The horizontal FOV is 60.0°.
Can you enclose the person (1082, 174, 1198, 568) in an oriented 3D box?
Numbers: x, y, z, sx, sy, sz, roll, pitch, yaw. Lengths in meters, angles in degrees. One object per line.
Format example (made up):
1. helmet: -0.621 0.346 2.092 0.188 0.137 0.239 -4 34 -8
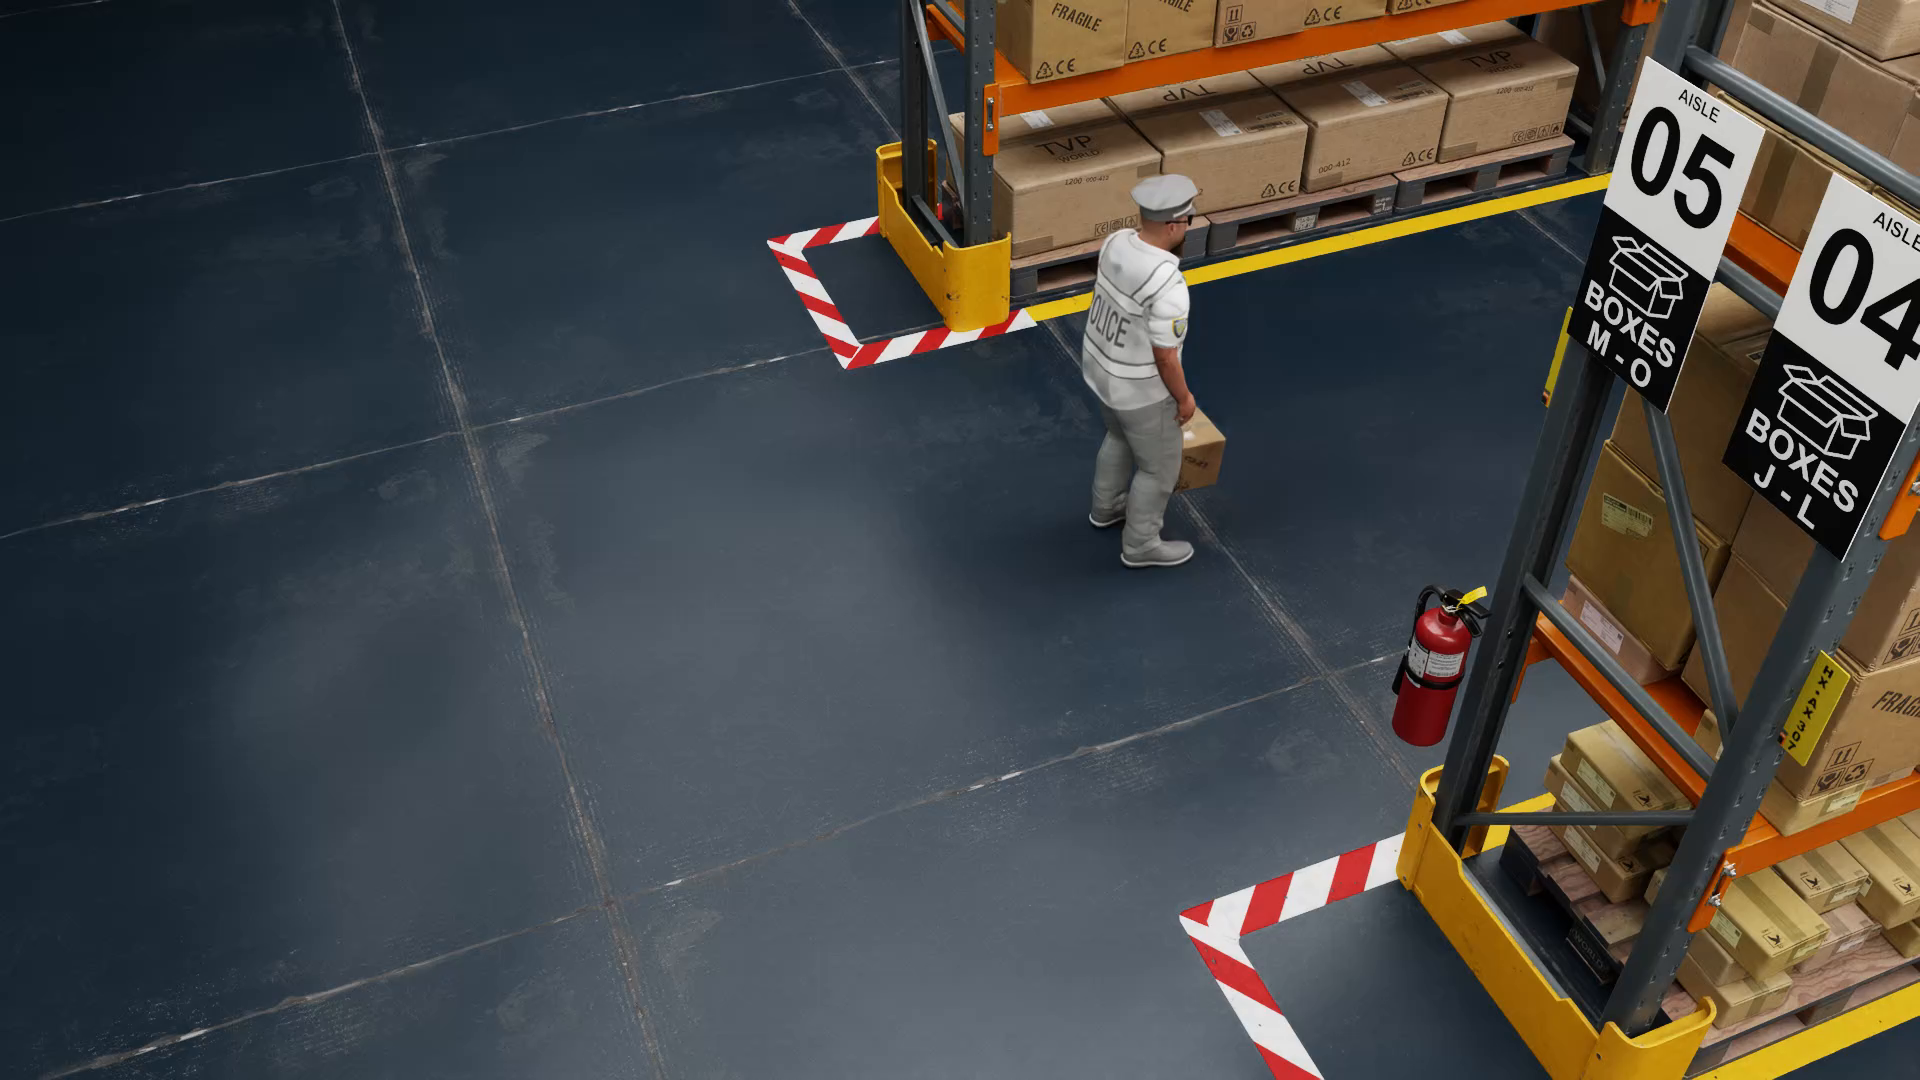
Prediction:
1. person: 0.744 -0.678 6.917 0.434 1.752 0.566 -16 44 -18
